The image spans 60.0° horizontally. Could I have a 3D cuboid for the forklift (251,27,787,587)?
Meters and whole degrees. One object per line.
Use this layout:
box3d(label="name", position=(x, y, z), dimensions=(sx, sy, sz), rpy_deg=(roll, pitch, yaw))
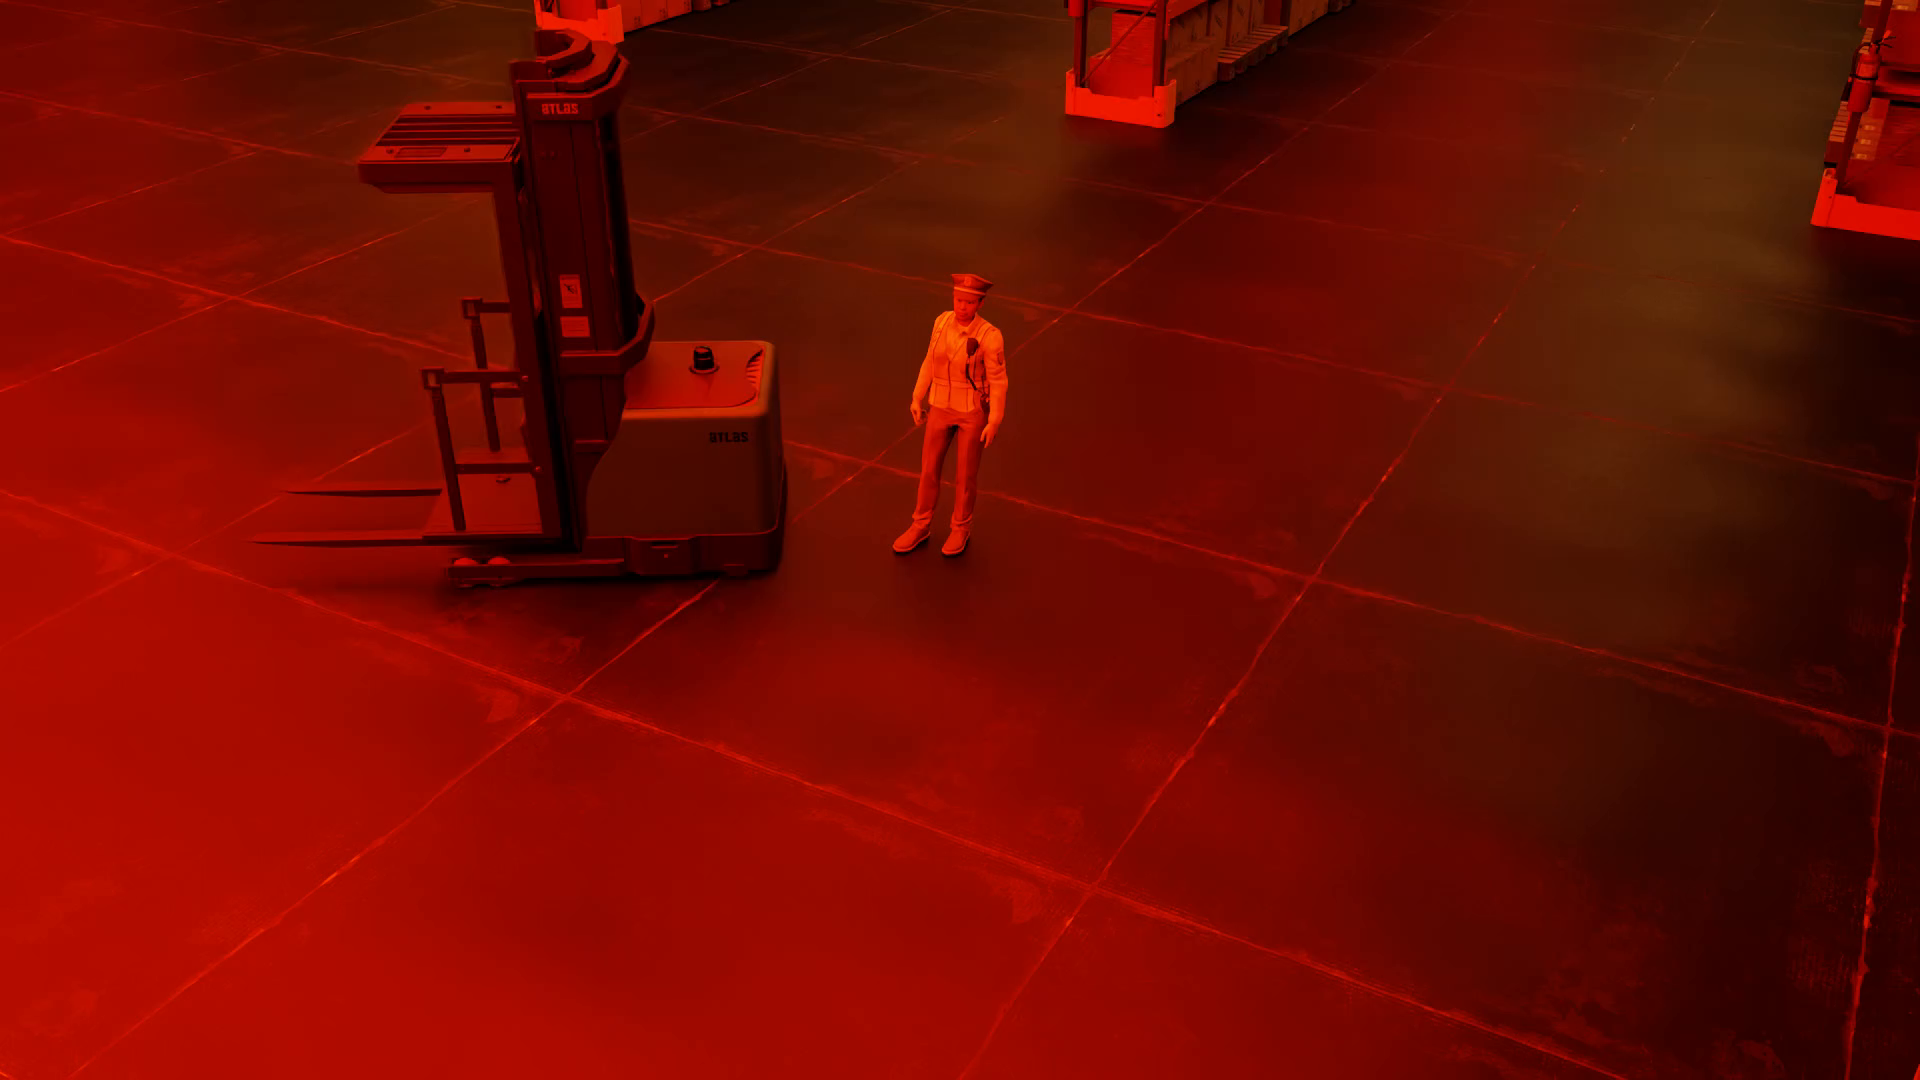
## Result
box3d(label="forklift", position=(-2.575, -1.268, 9.268), dimensions=(3.031, 2.935, 1.130), rpy_deg=(-1, 30, -2))

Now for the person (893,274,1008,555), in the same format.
box3d(label="person", position=(-0.039, -0.712, 9.527), dimensions=(0.588, 1.695, 0.531), rpy_deg=(15, 33, 25))
